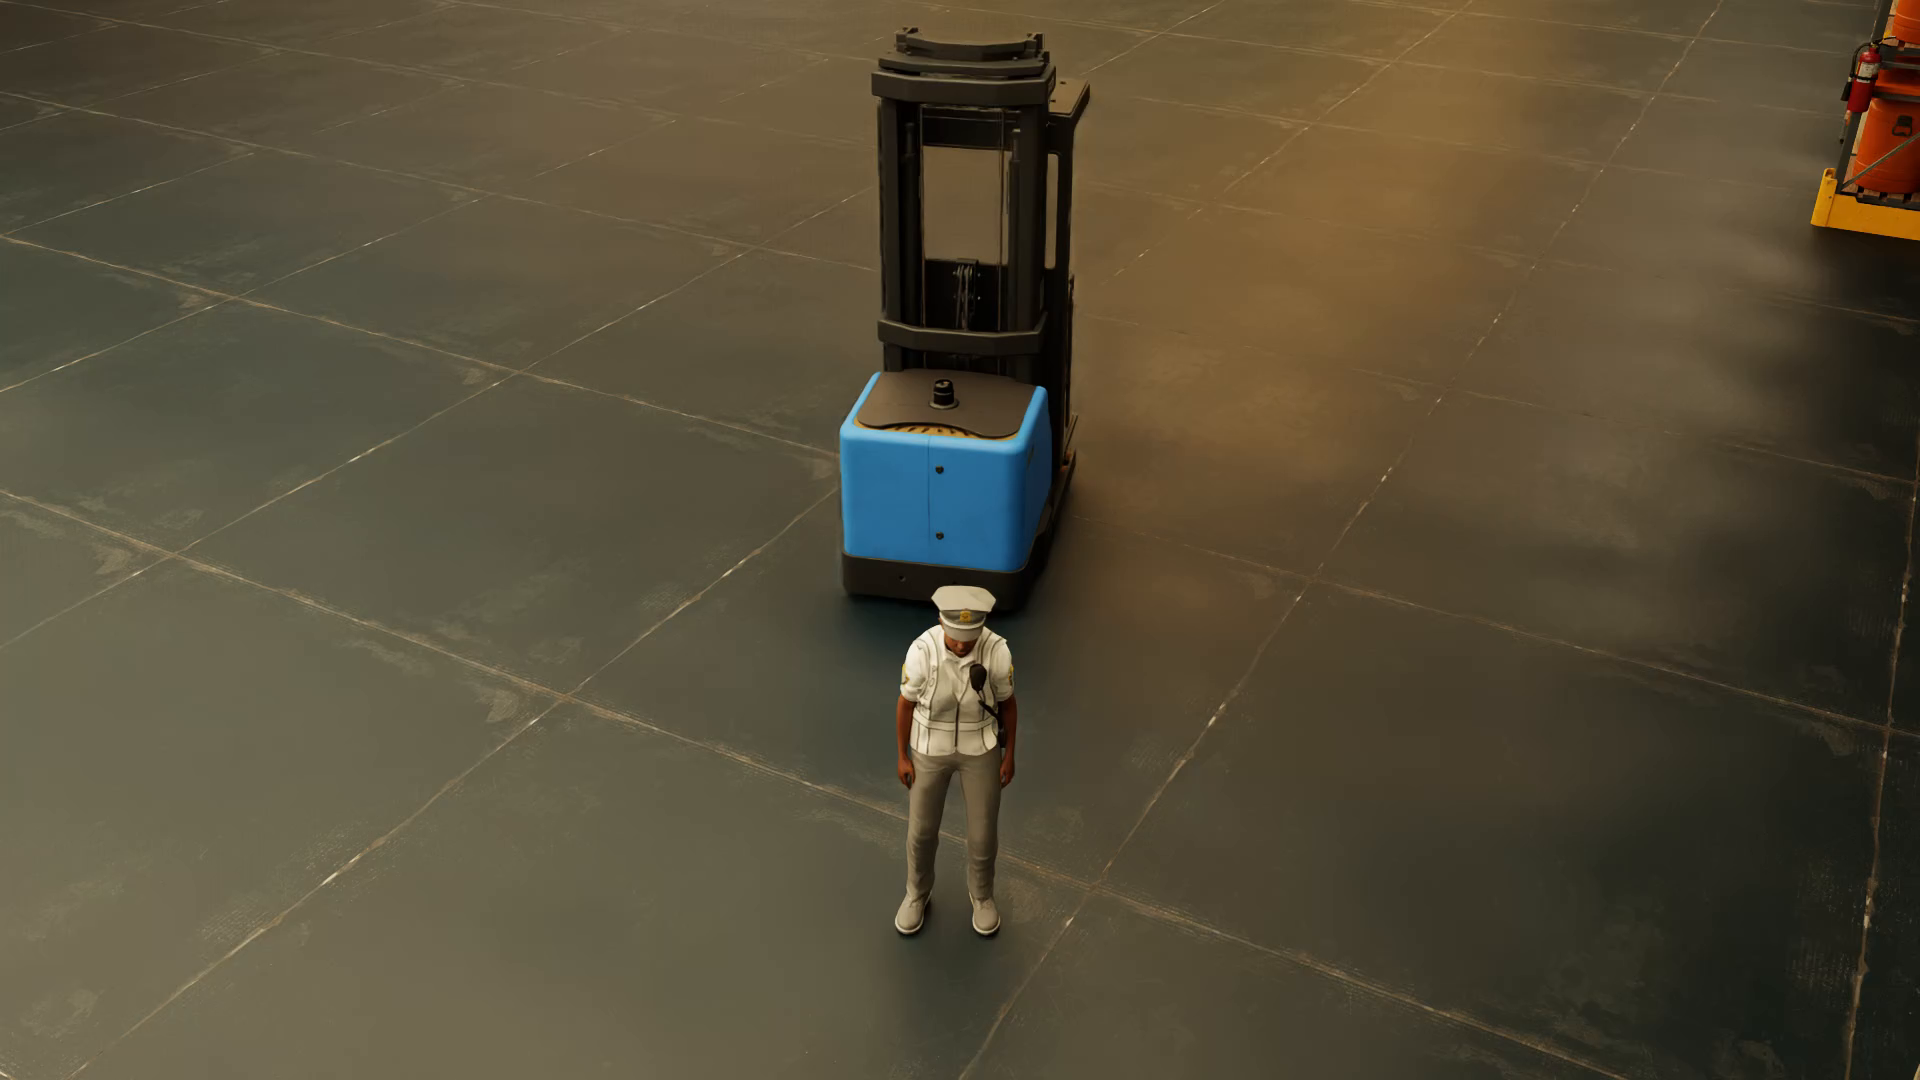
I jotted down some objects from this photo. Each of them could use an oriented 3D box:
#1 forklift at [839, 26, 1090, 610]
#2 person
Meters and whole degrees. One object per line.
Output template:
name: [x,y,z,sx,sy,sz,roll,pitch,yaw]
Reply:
forklift: [0.132,-1.605,9.851,1.130,2.935,3.031,6,30,10]
person: [-0.022,0.887,6.812,0.513,1.656,0.397,0,30,0]
